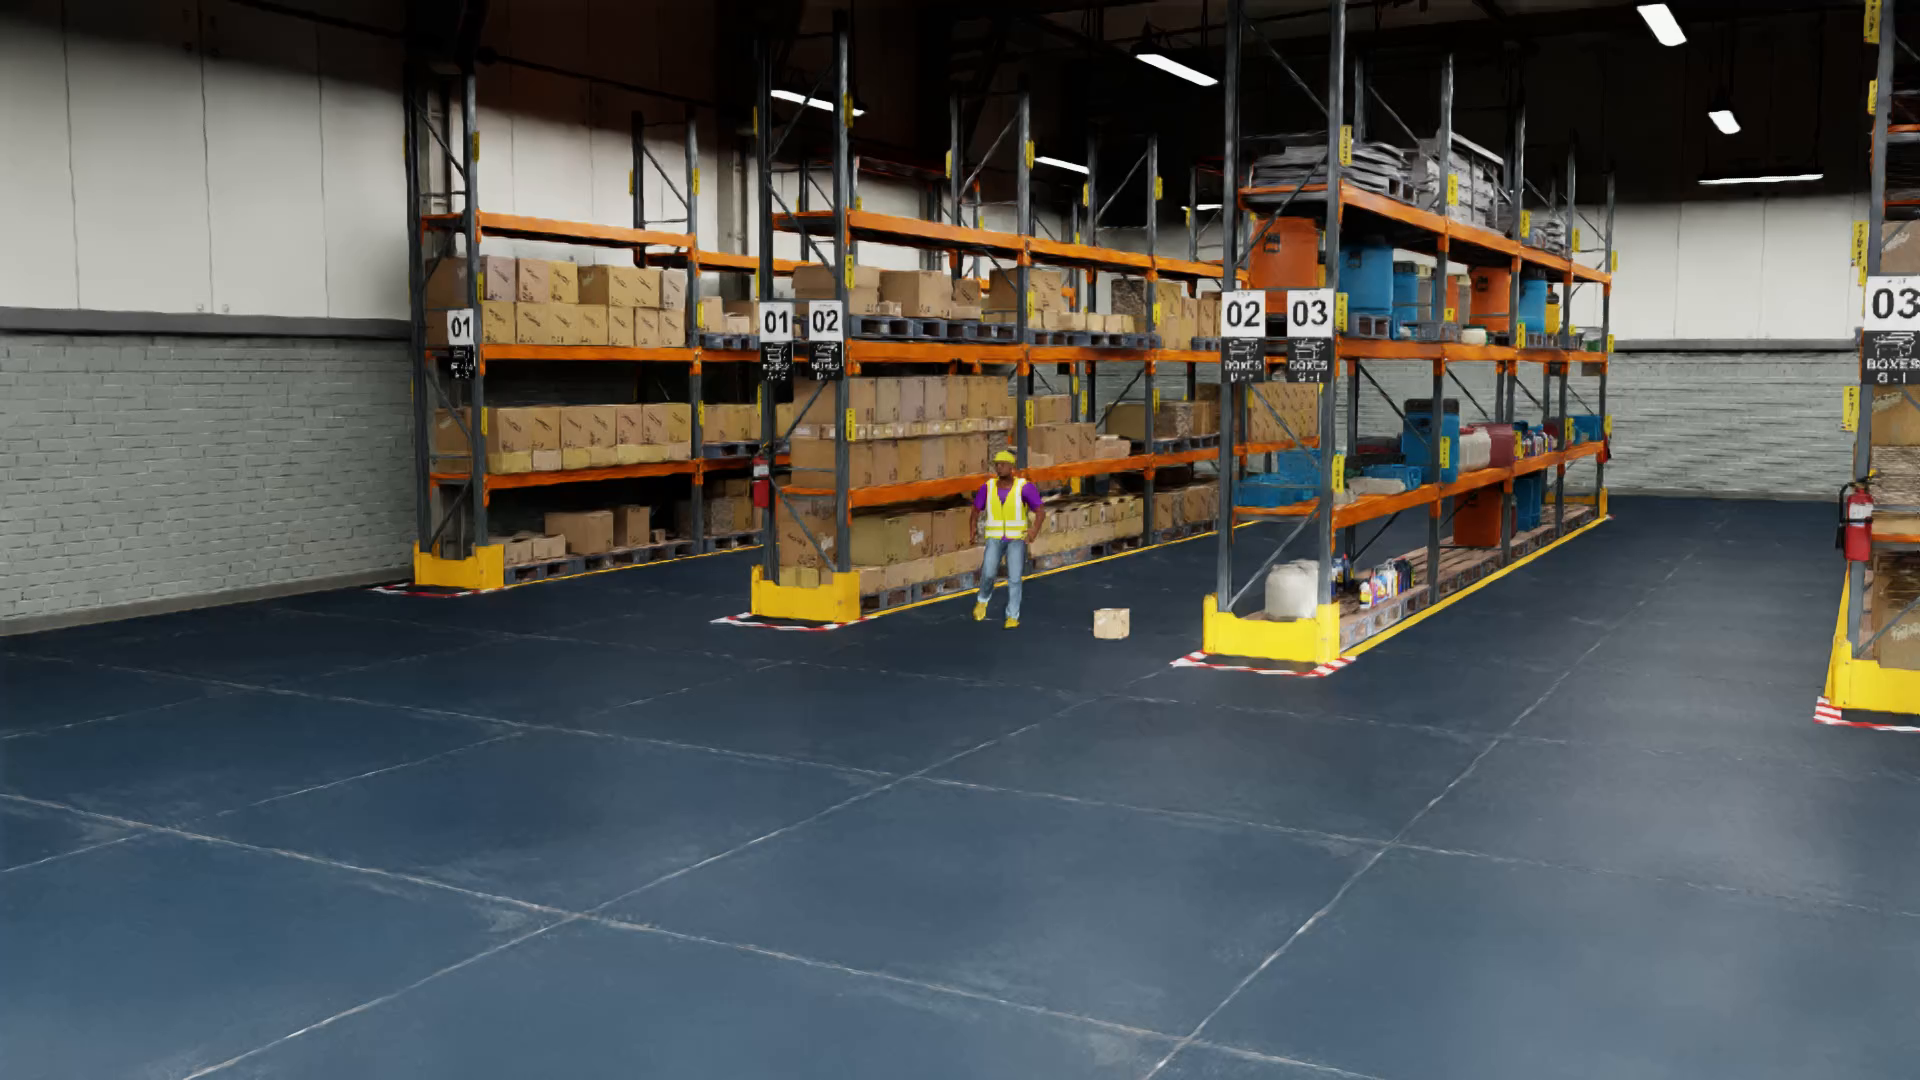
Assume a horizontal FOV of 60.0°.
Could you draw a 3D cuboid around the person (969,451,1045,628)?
[{"bbox_3d":[0.457,-0.009,16.269,0.749,1.729,0.507,1,6,5],"label":"person"}]
